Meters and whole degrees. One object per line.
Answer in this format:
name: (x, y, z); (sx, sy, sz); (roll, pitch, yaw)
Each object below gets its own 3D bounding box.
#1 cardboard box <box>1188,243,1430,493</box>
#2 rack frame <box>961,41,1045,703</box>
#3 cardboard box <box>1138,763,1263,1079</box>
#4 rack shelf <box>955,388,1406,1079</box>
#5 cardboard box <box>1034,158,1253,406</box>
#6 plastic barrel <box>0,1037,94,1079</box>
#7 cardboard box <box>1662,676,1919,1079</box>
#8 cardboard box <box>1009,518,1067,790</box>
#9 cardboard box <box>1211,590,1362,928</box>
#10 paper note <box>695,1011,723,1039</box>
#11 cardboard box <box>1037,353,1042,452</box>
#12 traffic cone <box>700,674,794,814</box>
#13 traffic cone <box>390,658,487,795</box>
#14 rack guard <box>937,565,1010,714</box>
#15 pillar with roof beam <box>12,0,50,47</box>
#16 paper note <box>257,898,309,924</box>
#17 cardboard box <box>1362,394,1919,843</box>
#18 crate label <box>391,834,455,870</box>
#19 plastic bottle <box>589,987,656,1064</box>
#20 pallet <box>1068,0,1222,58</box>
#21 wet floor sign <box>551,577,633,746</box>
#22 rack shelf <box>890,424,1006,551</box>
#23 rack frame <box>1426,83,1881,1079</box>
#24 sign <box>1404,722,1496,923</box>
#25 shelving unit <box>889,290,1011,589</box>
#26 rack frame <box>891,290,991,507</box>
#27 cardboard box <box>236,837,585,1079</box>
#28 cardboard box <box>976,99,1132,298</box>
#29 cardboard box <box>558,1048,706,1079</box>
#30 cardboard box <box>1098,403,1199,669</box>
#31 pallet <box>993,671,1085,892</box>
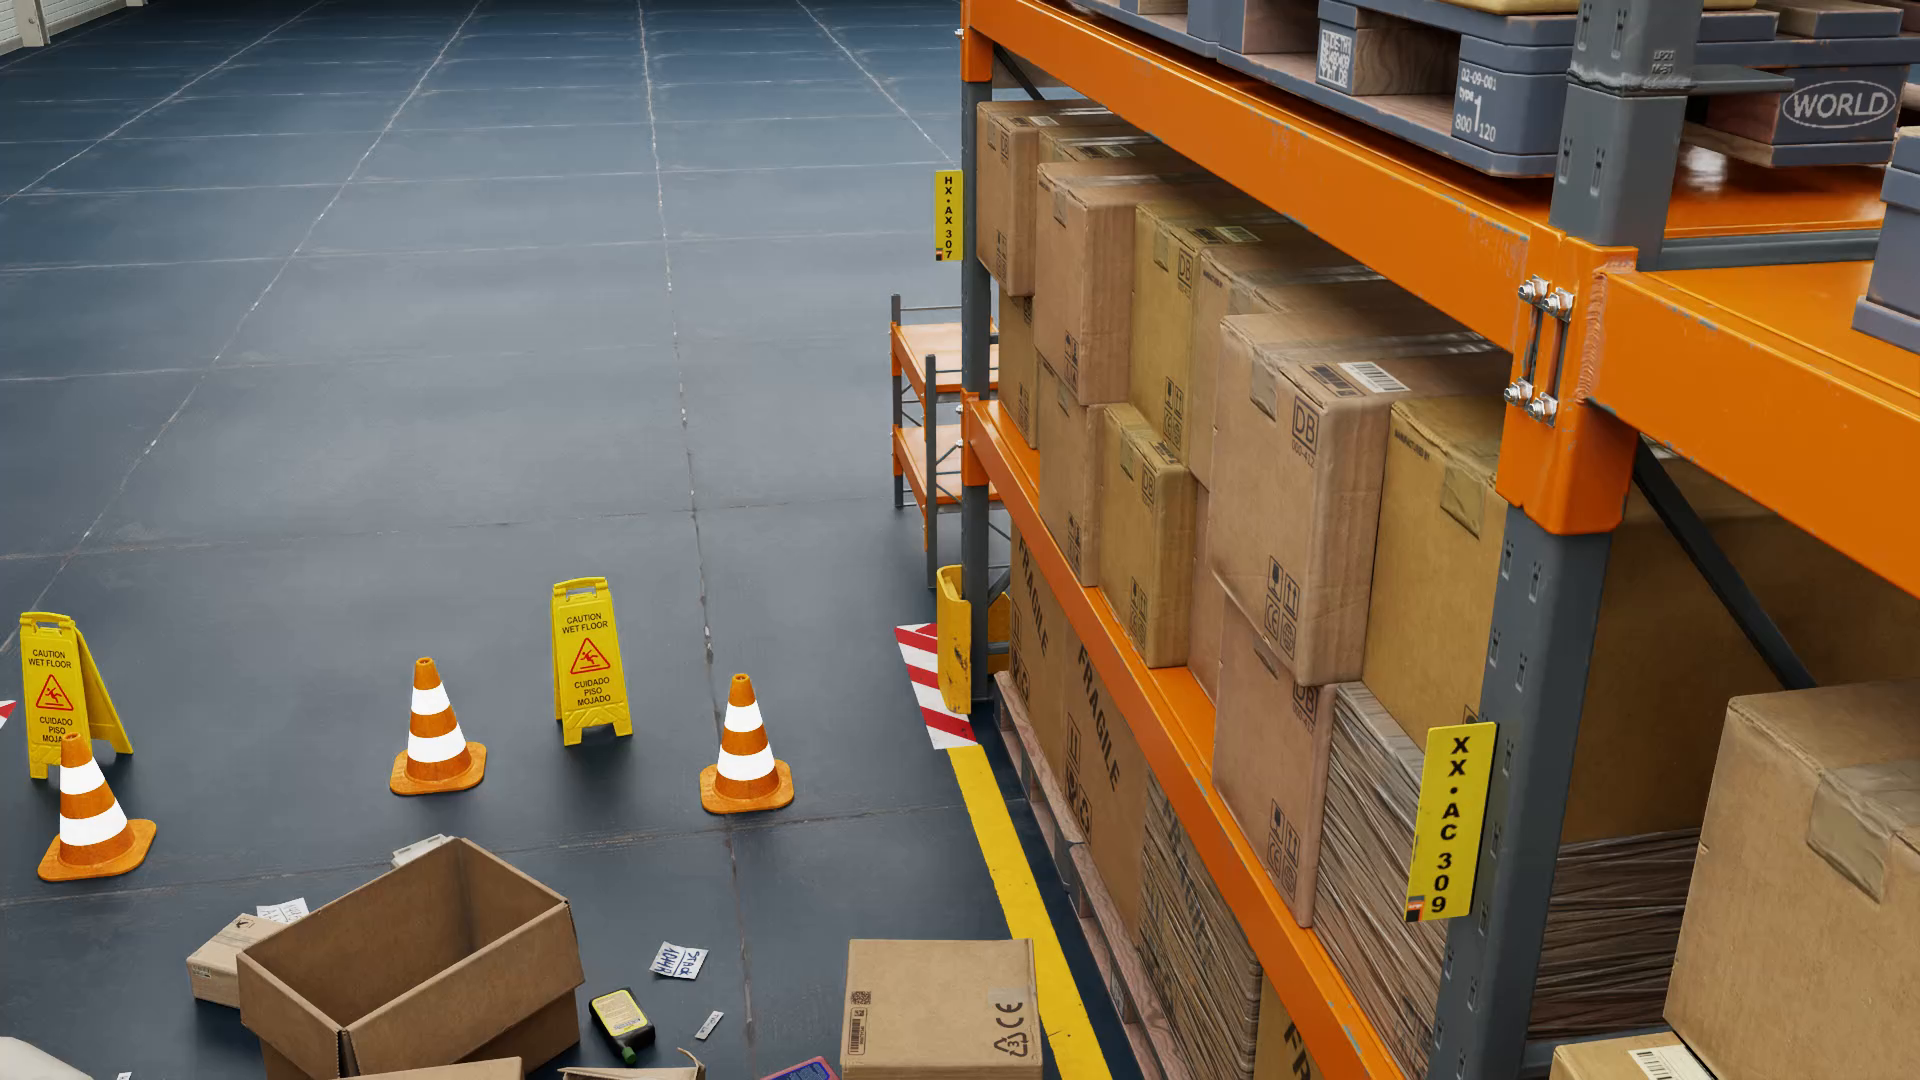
cardboard box: (1.032, -0.342, 3.748); (0.875, 0.550, 0.550); (-4, 24, -10)
rack frame: (0.507, -0.774, 6.274); (1.000, 3.000, 0.127); (-4, 24, -10)
cardboard box: (1.029, 0.974, 4.402); (0.875, 0.875, 0.875); (-4, 24, -9)
rack shelf: (0.877, 0.343, 4.616); (1.077, 0.370, 4.000); (-4, 24, -10)
cardboard box: (0.700, -0.749, 4.680); (0.875, 0.550, 0.550); (-4, 24, -10)
plastic barrel: (-2.469, 1.513, 4.256); (0.512, 0.421, 0.421); (13, 27, 27)
cardboard box: (1.345, 0.491, 2.005); (0.700, 0.500, 0.500); (-5, 24, -11)
cardboard box: (0.698, 0.269, 6.015); (0.875, 0.875, 0.875); (-4, 24, -9)
cardboard box: (1.043, 0.372, 3.463); (0.875, 0.550, 0.550); (-4, 24, -10)
paper note: (-0.744, 1.440, 4.939); (0.032, 0.001, 0.123); (8, 25, 18)
cardboard box: (0.744, -0.485, 5.425); (0.875, 0.550, 0.550); (-4, 24, -10)
traffic cone: (-0.790, 0.703, 6.062); (0.336, 0.463, 0.334); (-4, 24, -10)
traffic cone: (-1.963, 0.653, 6.177); (0.336, 0.463, 0.334); (-4, 24, -10)
rack guard: (0.503, 0.362, 6.796); (1.175, 0.500, 0.348); (-4, 24, -10)
pillar with roof beam: (-10.180, -12.166, 24.863); (9.100, 9.000, 0.400); (-4, 24, -10)
paper note: (-2.208, 1.218, 5.424); (0.148, 0.019, 0.142); (-13, 27, -28)
cardboard box: (1.213, 0.088, 2.763); (0.875, 0.550, 0.550); (-4, 24, -10)
crate label: (-1.757, 1.107, 5.545); (0.250, 0.136, 0.298); (-19, 30, -37)
plastic bottle: (-0.983, 1.432, 4.894); (0.133, 0.061, 0.283); (-13, 27, -28)
pallet: (0.884, -1.336, 3.924); (1.003, 0.211, 1.213); (-4, 24, -10)
wet floor sign: (-1.444, 0.440, 6.435); (0.267, 0.644, 0.232); (-9, 25, -19)
rack shelf: (0.001, -0.289, 8.117); (0.538, 0.278, 1.000); (-4, 24, -10)
rack frame: (1.247, 0.800, 2.671); (1.000, 3.000, 0.127); (-4, 24, -10)
sign: (0.702, 0.408, 2.387); (0.100, 0.325, 0.005); (-4, 24, -10)
shelving unit: (0.001, -0.513, 8.019); (0.538, 1.125, 1.048); (-4, 24, -10)
rack frame: (-0.093, -0.713, 8.477); (0.500, 1.125, 0.032); (-4, 24, -10)
cardboard box: (-1.526, 1.280, 4.691); (0.637, 0.503, 0.797); (18, 29, 36)
cardboard box: (0.538, -1.188, 5.687); (0.875, 0.550, 0.550); (-4, 24, -10)
cardboard box: (-0.881, 1.513, 4.454); (0.396, 0.266, 0.258); (0, 24, -1)
cardboard box: (0.862, -0.050, 4.429); (0.875, 0.550, 0.500); (-4, 24, -10)
pallet: (0.732, 0.813, 6.125); (1.003, 0.211, 1.213); (-4, 24, -10)
